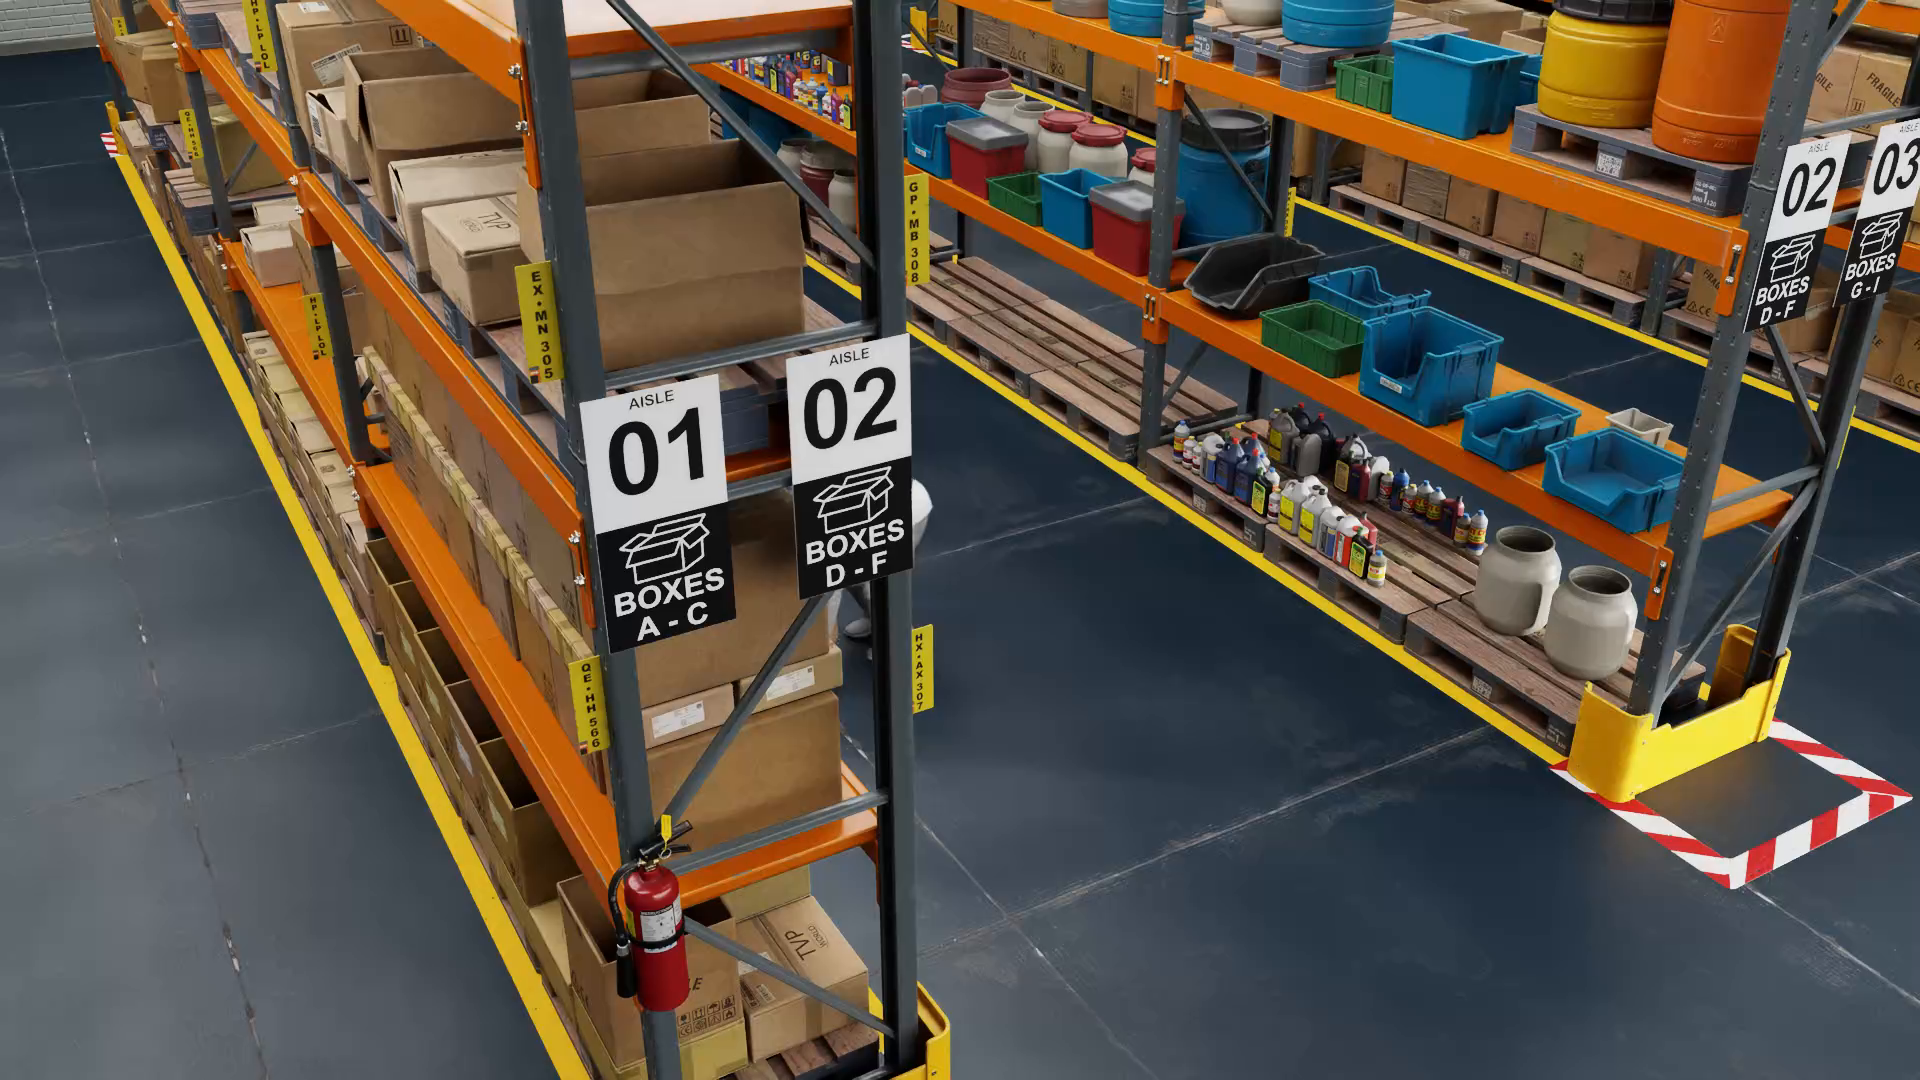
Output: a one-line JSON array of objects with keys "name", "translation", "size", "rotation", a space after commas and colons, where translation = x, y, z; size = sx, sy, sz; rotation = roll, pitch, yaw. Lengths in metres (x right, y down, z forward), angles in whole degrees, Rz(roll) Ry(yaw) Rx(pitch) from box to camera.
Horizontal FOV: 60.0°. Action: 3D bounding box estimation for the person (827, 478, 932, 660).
[{"name": "person", "translation": [-0.633, 0.159, 8.982], "size": [1.009, 1.066, 0.489], "rotation": [-17, 33, -28]}]
